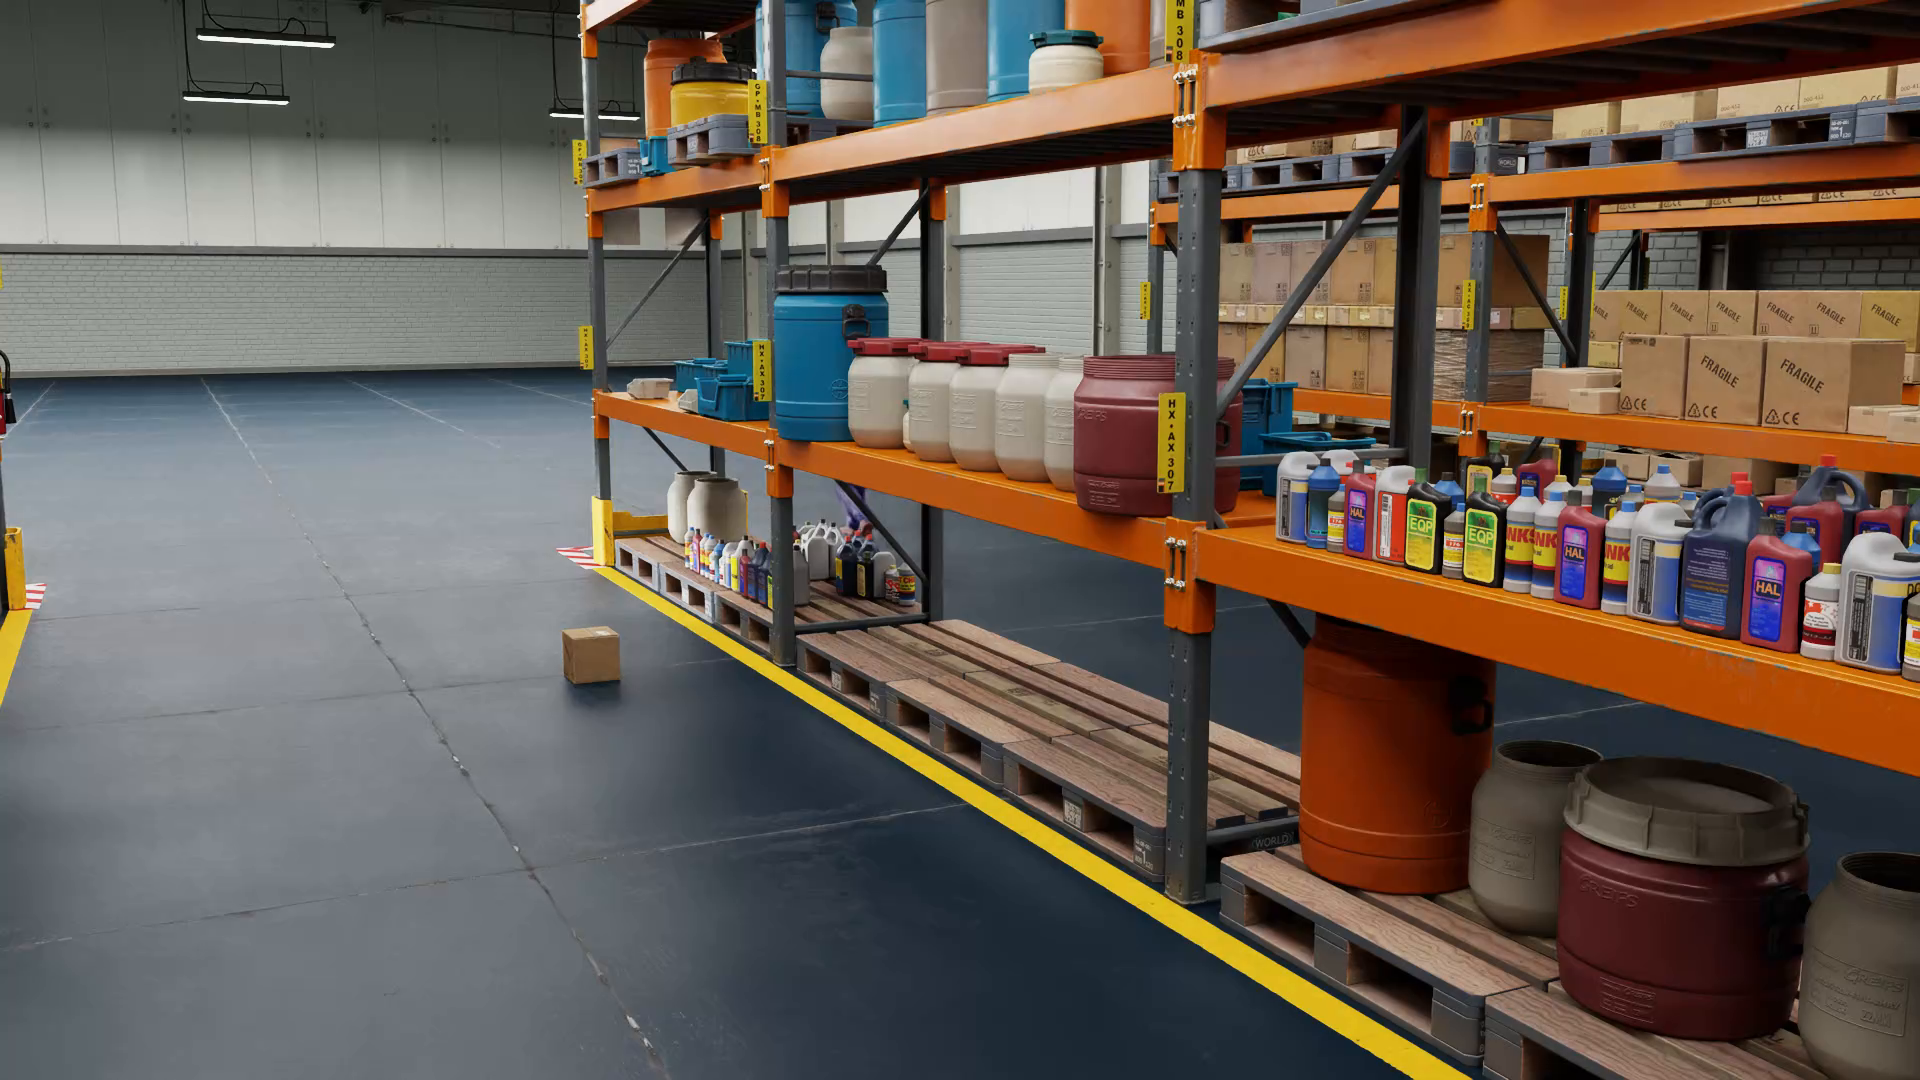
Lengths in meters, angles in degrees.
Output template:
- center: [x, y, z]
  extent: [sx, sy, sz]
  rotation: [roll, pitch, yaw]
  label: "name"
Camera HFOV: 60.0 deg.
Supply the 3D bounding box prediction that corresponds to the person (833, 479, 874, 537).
- center: [-0.876, -0.788, 13.636]
  extent: [0.504, 1.593, 0.892]
  rotation: [-5, 10, -30]
  label: "person"
